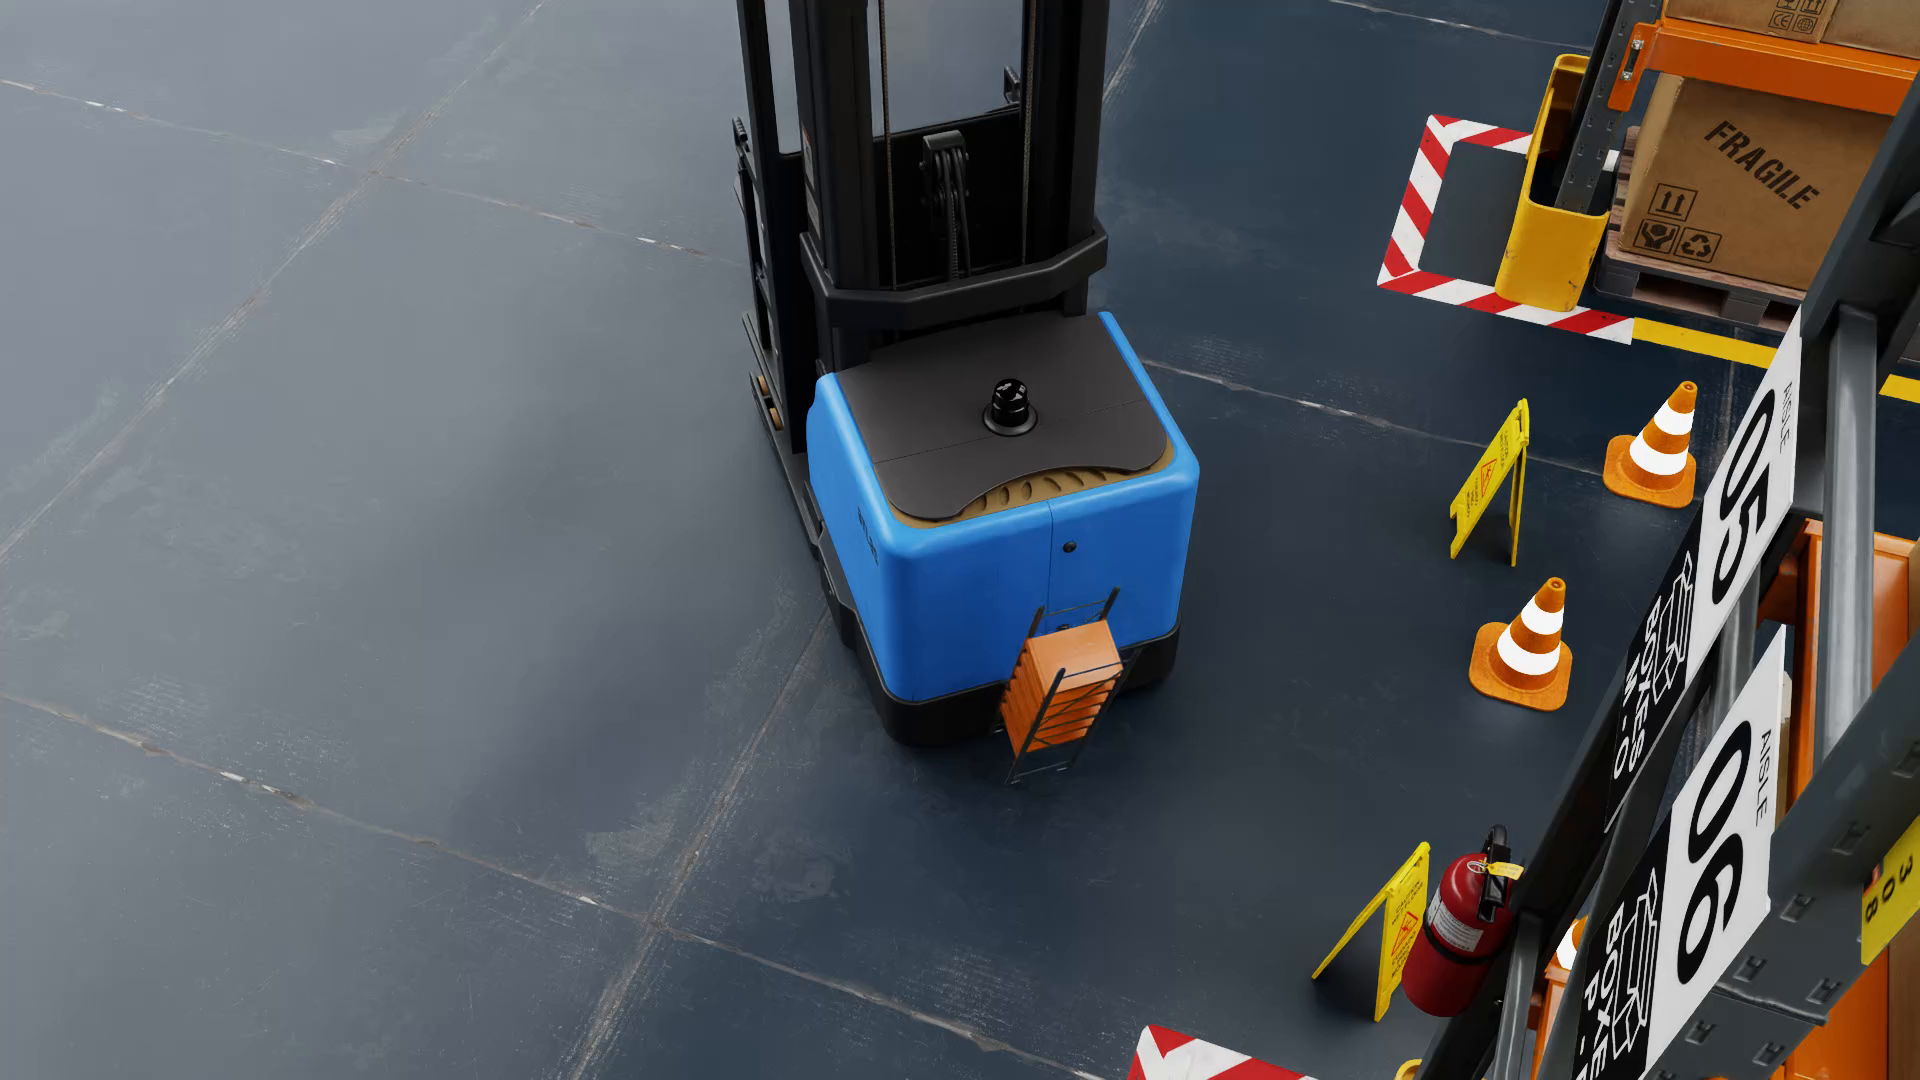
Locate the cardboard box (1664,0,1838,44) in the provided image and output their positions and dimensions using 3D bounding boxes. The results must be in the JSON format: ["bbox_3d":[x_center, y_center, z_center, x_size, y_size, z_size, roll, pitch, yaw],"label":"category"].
[{"bbox_3d":[3.042,-2.375,6.225,0.550,0.550,0.875,16,51,13],"label":"cardboard box"}]

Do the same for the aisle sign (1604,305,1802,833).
[{"bbox_3d":[1.100,0.071,2.483,0.004,0.787,0.394,16,51,13],"label":"aisle sign"}]

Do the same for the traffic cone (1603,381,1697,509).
[{"bbox_3d":[2.684,-0.415,6.303,0.334,0.463,0.336,16,51,13],"label":"traffic cone"}]

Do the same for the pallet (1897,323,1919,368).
[{"bbox_3d":[4.596,-1.003,6.980,1.213,0.211,1.003,16,51,13],"label":"pallet"}]

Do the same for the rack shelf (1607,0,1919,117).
[{"bbox_3d":[4.555,-1.632,6.155,4.000,0.370,1.077,16,51,13],"label":"rack shelf"}]

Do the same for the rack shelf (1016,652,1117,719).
[{"bbox_3d":[0.313,0.396,4.867,0.258,0.103,0.180,-14,69,-12],"label":"rack shelf"}]

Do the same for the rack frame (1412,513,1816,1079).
[{"bbox_3d":[1.058,1.144,3.274,0.127,3.000,1.000,16,51,13],"label":"rack frame"}]

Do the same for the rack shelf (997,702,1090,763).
[{"bbox_3d":[0.267,0.584,5.306,0.258,0.103,0.180,-14,69,-12],"label":"rack shelf"}]

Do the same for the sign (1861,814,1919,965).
[{"bbox_3d":[0.870,0.260,1.476,0.005,0.325,0.100,16,51,13],"label":"sign"}]

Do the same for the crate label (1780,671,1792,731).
[{"bbox_3d":[2.733,0.566,5.669,0.298,0.136,0.250,-7,49,-6],"label":"crate label"}]

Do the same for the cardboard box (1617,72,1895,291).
[{"bbox_3d":[3.337,-1.702,6.868,0.875,0.875,0.875,16,51,13],"label":"cardboard box"}]

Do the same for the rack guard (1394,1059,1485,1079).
[{"bbox_3d":[1.129,1.983,4.201,0.348,0.500,1.175,16,51,13],"label":"rack guard"}]

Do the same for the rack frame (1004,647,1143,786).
[{"bbox_3d":[0.321,0.554,5.014,0.240,1.200,0.006,-14,69,-12],"label":"rack frame"}]

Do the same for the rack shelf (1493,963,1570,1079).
[{"bbox_3d":[2.934,1.903,3.091,4.000,0.370,1.077,16,51,13],"label":"rack shelf"}]

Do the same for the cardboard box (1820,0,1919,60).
[{"bbox_3d":[3.566,-2.247,6.113,0.550,0.550,0.875,16,51,13],"label":"cardboard box"}]

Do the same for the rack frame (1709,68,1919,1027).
[{"bbox_3d":[1.058,-0.821,1.006,0.127,3.000,1.000,16,51,13],"label":"rack frame"}]

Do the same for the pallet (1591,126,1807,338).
[{"bbox_3d":[3.456,-1.324,7.258,1.213,0.211,1.003,16,51,13],"label":"pallet"}]

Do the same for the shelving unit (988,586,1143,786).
[{"bbox_3d":[0.294,0.473,5.046,0.258,1.200,0.189,-14,69,-12],"label":"shelving unit"}]

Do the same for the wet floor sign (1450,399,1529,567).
[{"bbox_3d":[1.965,-0.224,6.017,0.232,0.644,0.267,8,50,7],"label":"wet floor sign"}]

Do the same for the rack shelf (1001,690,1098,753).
[{"bbox_3d":[0.278,0.537,5.197,0.258,0.103,0.180,-14,69,-12],"label":"rack shelf"}]

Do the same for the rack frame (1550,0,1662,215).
[{"bbox_3d":[2.678,-2.391,6.338,0.127,3.000,1.000,16,51,13],"label":"rack frame"}]

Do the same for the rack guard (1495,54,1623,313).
[{"bbox_3d":[2.656,-1.579,7.288,0.348,0.500,1.175,16,51,13],"label":"rack guard"}]

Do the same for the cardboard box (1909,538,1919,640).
[{"bbox_3d":[1.489,0.139,2.326,0.250,0.149,0.380,16,51,13],"label":"cardboard box"}]

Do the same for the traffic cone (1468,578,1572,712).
[{"bbox_3d":[1.974,0.297,5.686,0.334,0.463,0.336,16,51,13],"label":"traffic cone"}]

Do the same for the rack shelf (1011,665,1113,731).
[{"bbox_3d":[0.302,0.443,4.977,0.258,0.103,0.180,-14,69,-12],"label":"rack shelf"}]

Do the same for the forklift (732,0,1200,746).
[{"bbox_3d":[-0.199,-1.412,5.534,1.130,2.935,3.031,-14,51,-12],"label":"forklift"}]

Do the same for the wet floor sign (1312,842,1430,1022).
[{"bbox_3d":[1.250,1.107,4.864,0.232,0.644,0.267,33,57,25],"label":"wet floor sign"}]

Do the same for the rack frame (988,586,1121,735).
[{"bbox_3d":[0.268,0.391,5.078,0.240,1.200,0.006,-14,69,-12],"label":"rack frame"}]

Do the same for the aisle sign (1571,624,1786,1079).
[{"bbox_3d":[0.892,0.496,2.115,0.004,0.787,0.394,16,51,13],"label":"aisle sign"}]

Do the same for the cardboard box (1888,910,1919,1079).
[{"bbox_3d":[1.256,0.561,1.960,0.250,0.149,0.380,16,51,13],"label":"cardboard box"}]

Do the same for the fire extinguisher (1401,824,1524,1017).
[{"bbox_3d":[1.110,0.813,3.612,0.183,0.674,0.296,16,51,13],"label":"fire extinguisher"}]

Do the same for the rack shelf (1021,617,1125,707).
[{"bbox_3d":[0.325,0.349,4.757,0.258,0.103,0.180,-14,69,-12],"label":"rack shelf"}]

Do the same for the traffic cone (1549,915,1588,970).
[{"bbox_3d":[1.908,1.173,4.927,0.334,0.463,0.336,16,51,13],"label":"traffic cone"}]

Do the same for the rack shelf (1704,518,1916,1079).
[{"bbox_3d":[2.934,0.921,1.958,4.000,0.370,1.077,16,51,13],"label":"rack shelf"}]

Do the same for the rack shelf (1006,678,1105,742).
[{"bbox_3d":[0.290,0.490,5.087,0.258,0.103,0.180,-14,69,-12],"label":"rack shelf"}]

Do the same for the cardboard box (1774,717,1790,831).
[{"bbox_3d":[1.613,0.665,2.764,0.500,0.500,0.700,14,51,12],"label":"cardboard box"}]
